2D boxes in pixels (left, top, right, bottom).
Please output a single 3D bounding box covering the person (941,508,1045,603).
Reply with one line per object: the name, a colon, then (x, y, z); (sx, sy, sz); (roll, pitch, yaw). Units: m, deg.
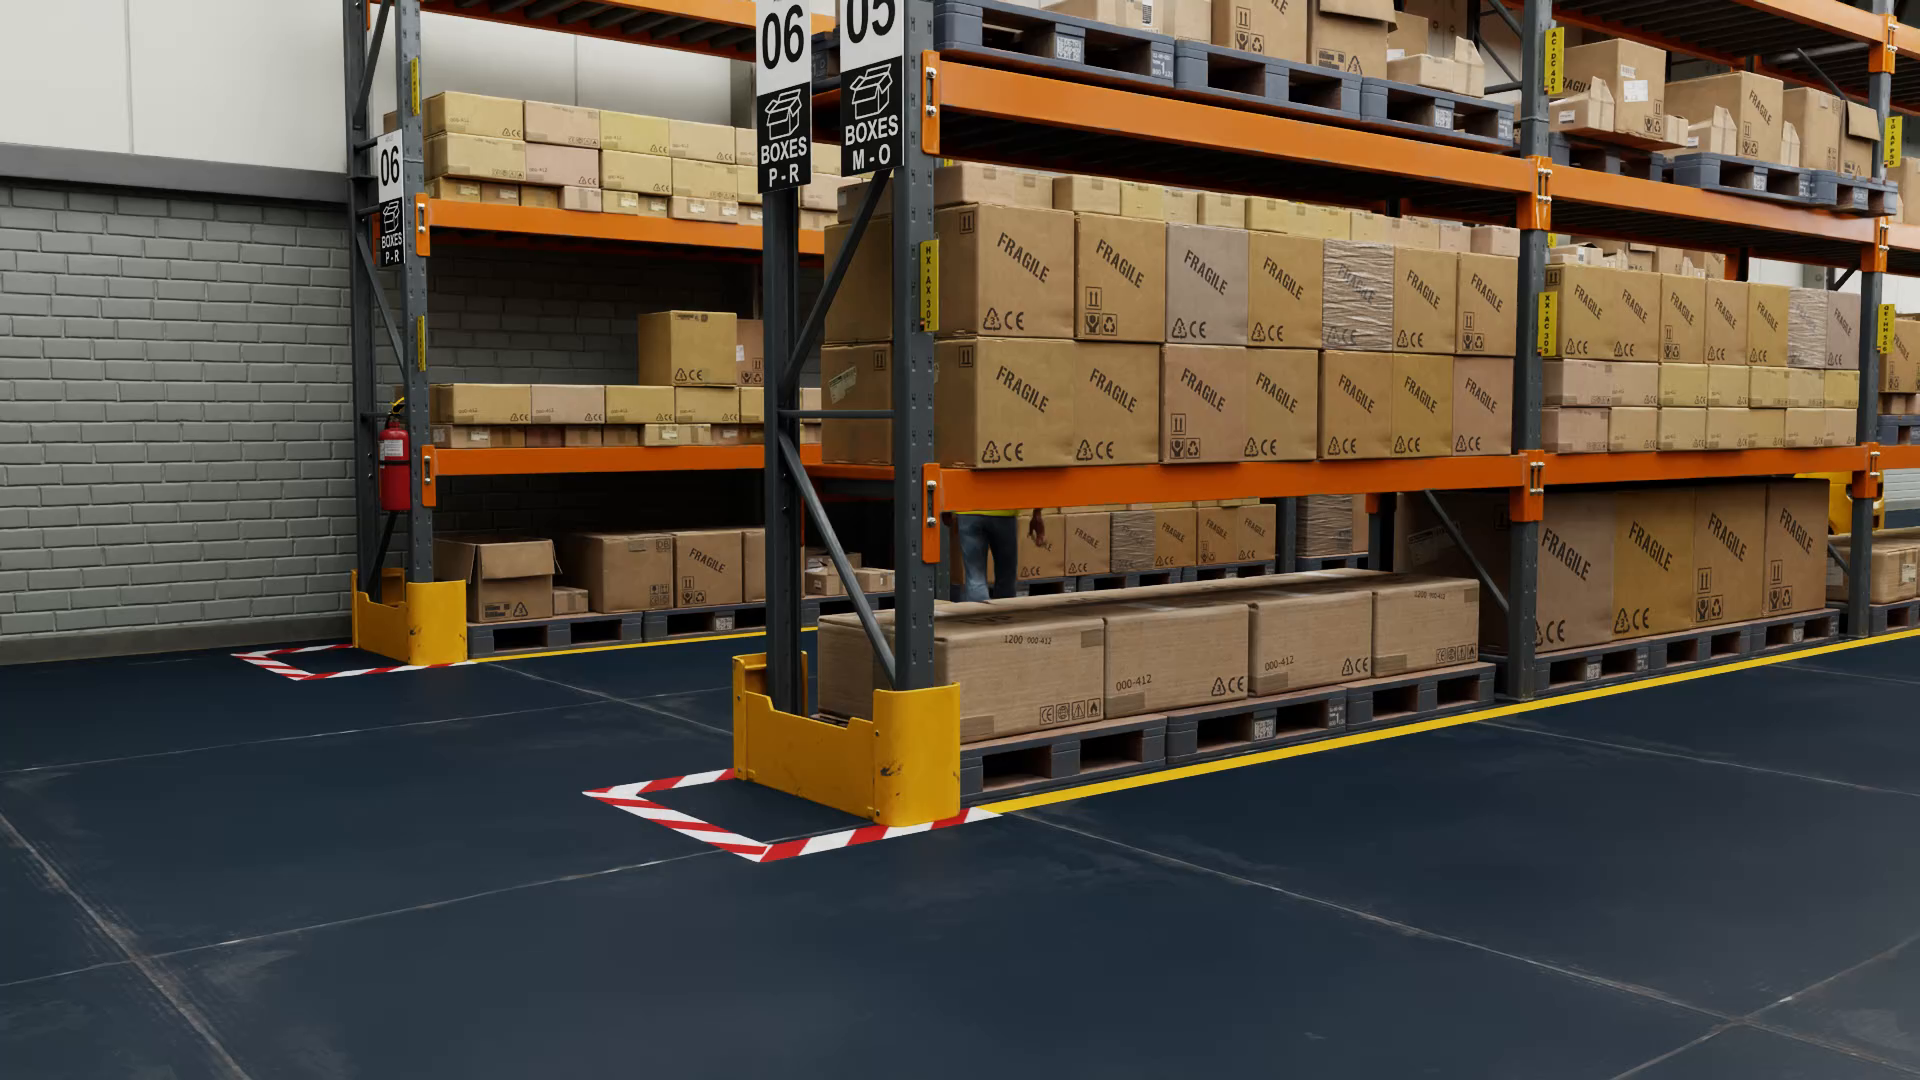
person: (0.188, -0.168, 10.551); (0.678, 1.738, 0.842); (0, 4, 1)
